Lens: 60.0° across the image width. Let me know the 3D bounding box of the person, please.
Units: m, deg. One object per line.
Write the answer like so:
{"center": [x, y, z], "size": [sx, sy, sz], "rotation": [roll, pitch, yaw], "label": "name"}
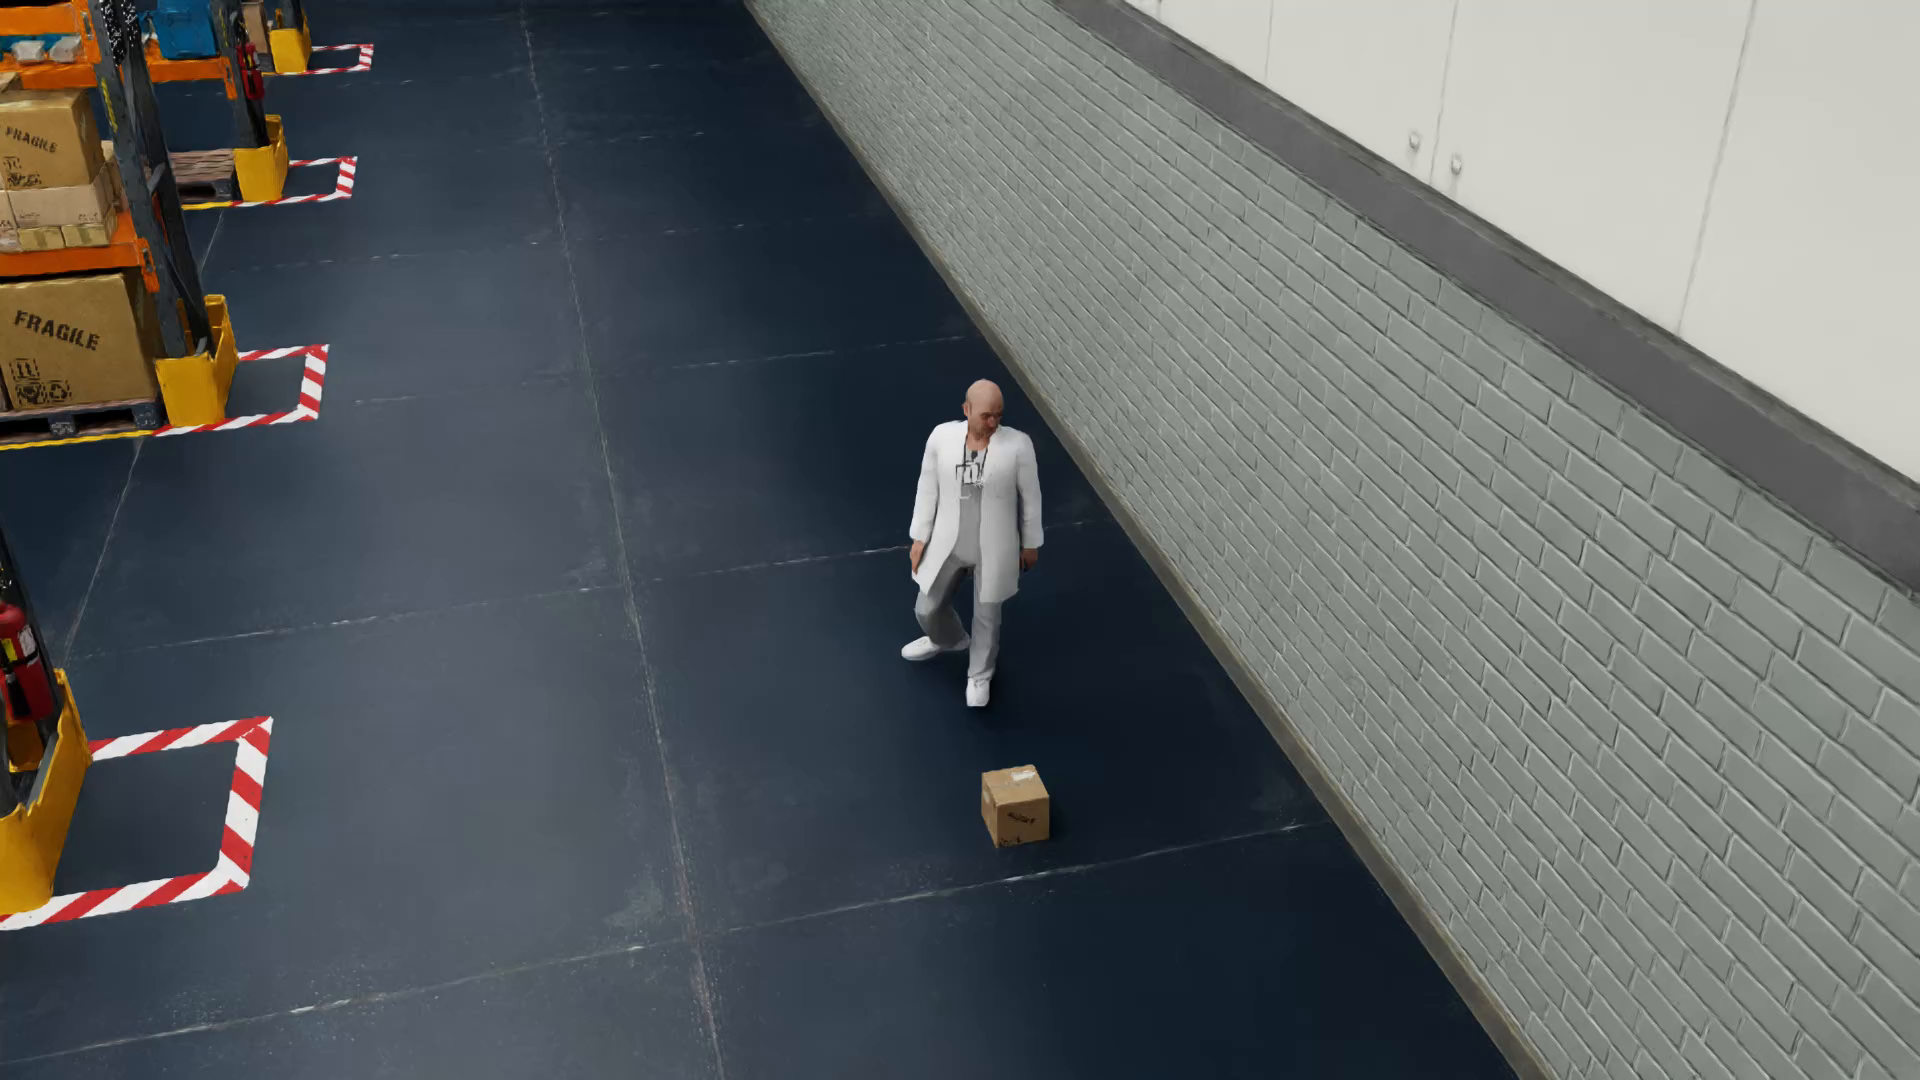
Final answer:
{"center": [0.029, -0.003, 8.227], "size": [0.768, 1.771, 0.514], "rotation": [8, 31, 14], "label": "person"}
